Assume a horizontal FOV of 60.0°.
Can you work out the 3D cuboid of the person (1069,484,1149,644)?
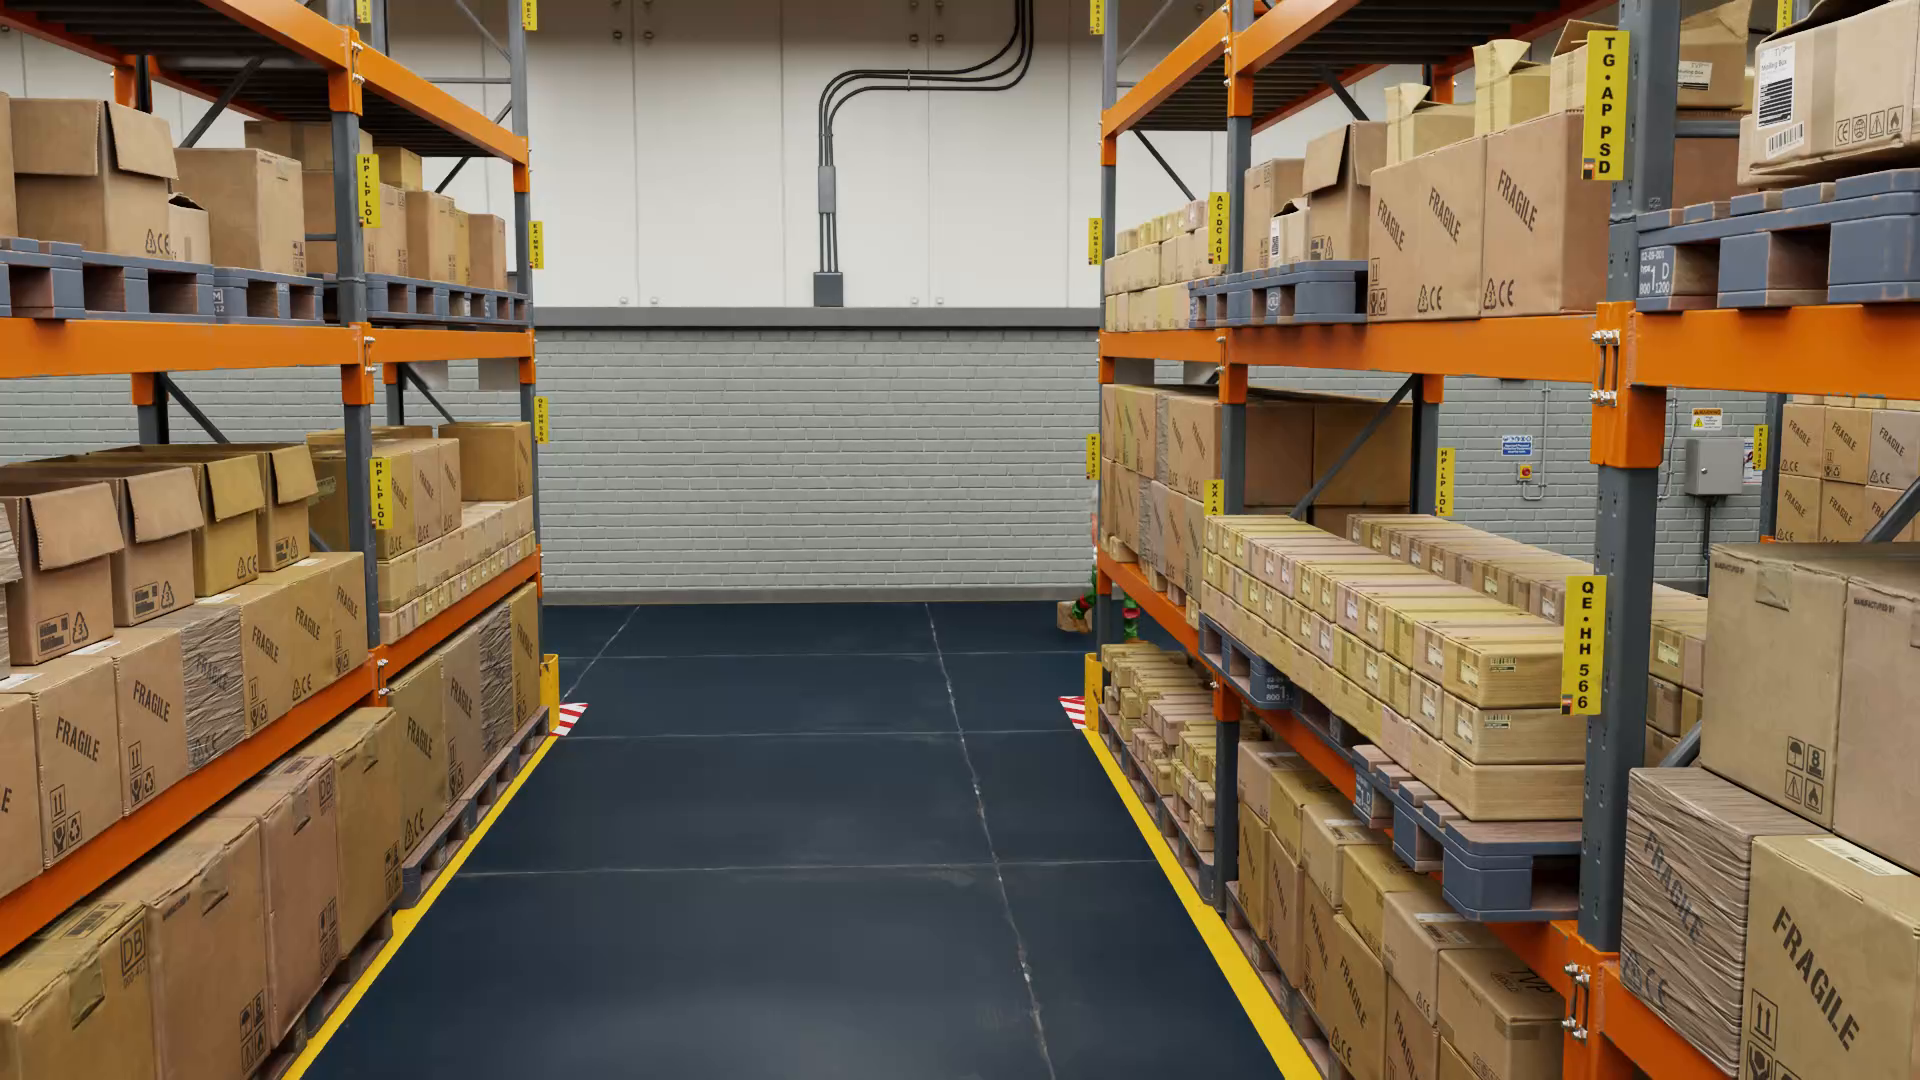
[{"bbox_3d":[1.361,0.075,14.984,0.535,1.762,0.929,-5,8,-34],"label":"person"}]
